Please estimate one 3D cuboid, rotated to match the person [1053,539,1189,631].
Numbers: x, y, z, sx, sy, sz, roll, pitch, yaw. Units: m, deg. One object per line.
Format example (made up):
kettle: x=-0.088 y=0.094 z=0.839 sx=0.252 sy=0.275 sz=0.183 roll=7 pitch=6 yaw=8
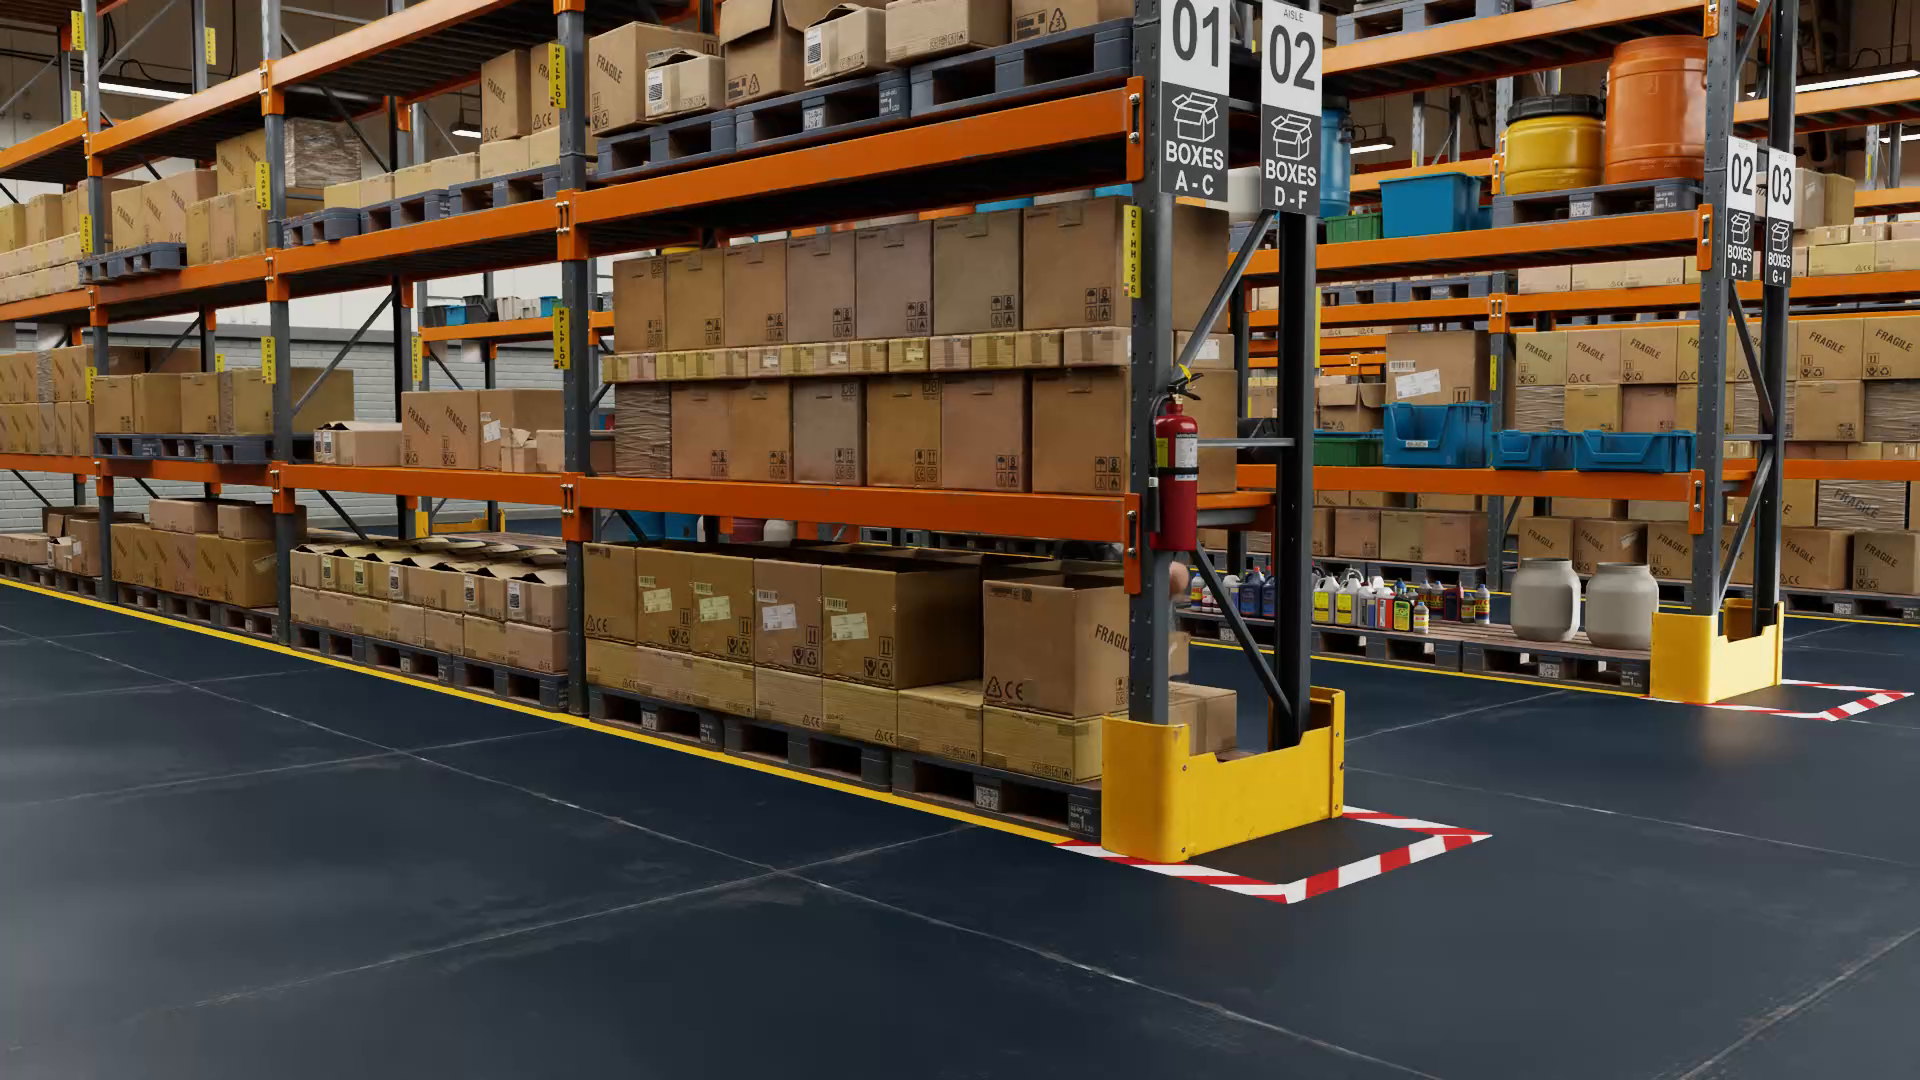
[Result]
person: x=1.024 y=0.375 z=10.343 sx=0.945 sy=0.987 sz=0.508 roll=4 pitch=5 yaw=43
